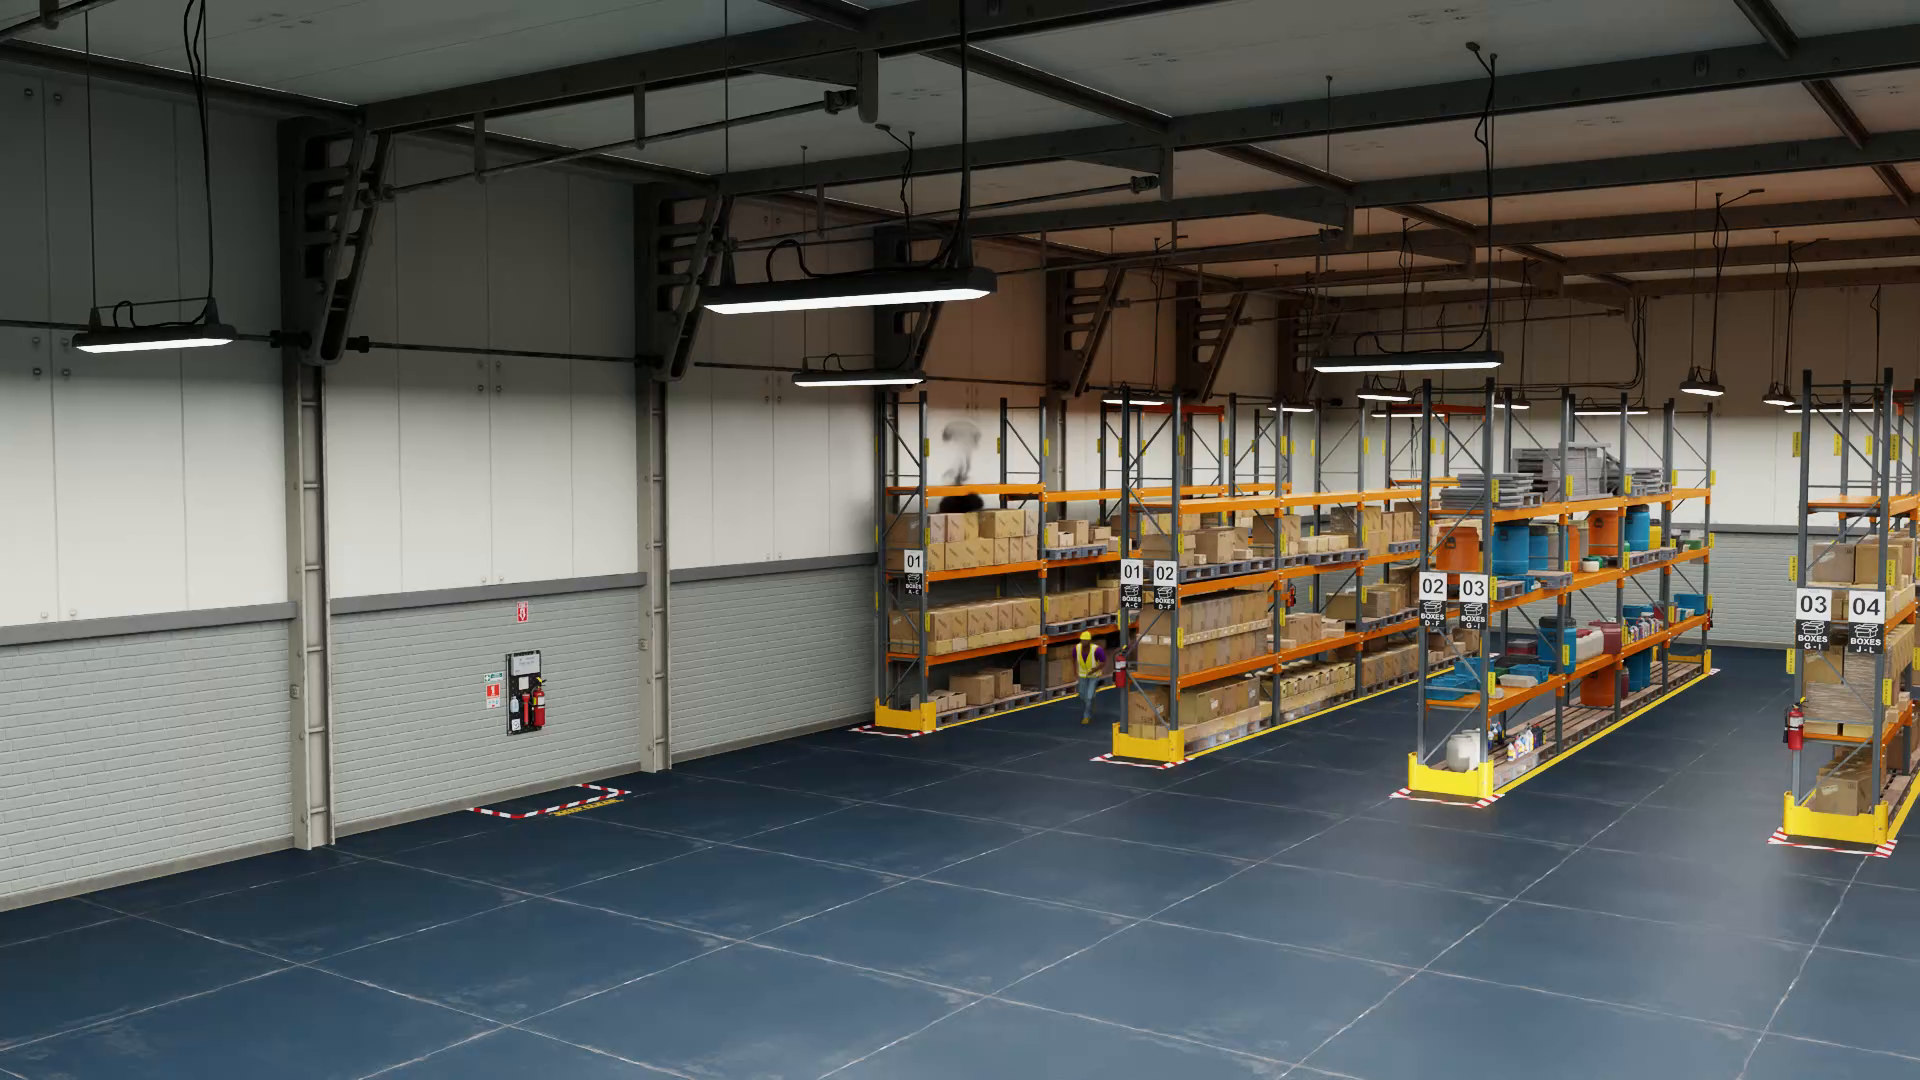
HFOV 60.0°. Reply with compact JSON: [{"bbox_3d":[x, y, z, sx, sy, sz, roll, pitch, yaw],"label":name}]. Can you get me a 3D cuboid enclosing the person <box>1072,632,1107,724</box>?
[{"bbox_3d":[2.350,2.498,30.269,0.693,1.688,0.779,1,3,19],"label":"person"}]
